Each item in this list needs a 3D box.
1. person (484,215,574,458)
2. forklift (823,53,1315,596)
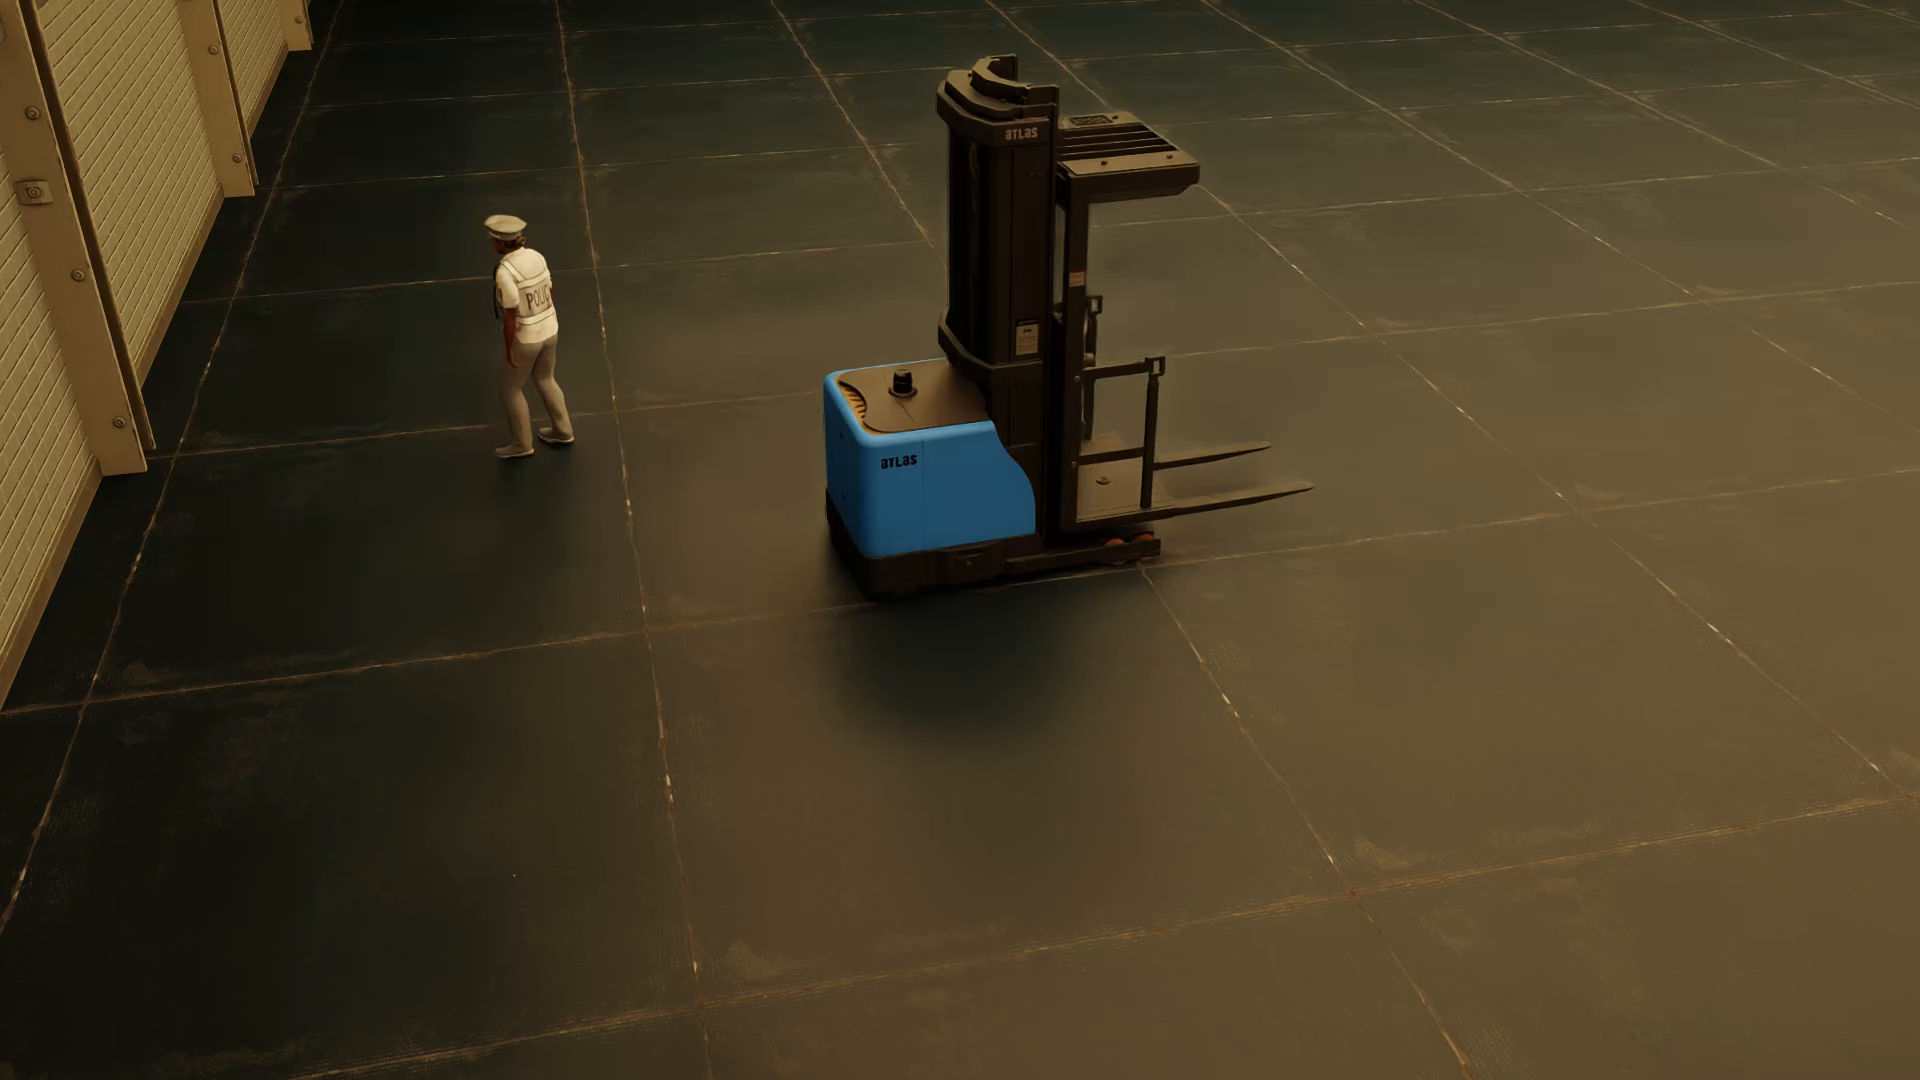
[{"bbox_3d":[-2.945,-1.367,11.235,0.436,1.677,0.519,14,33,22],"label":"person"},{"bbox_3d":[0.731,-1.352,9.910,3.031,2.935,1.130,-9,31,-15],"label":"forklift"}]
